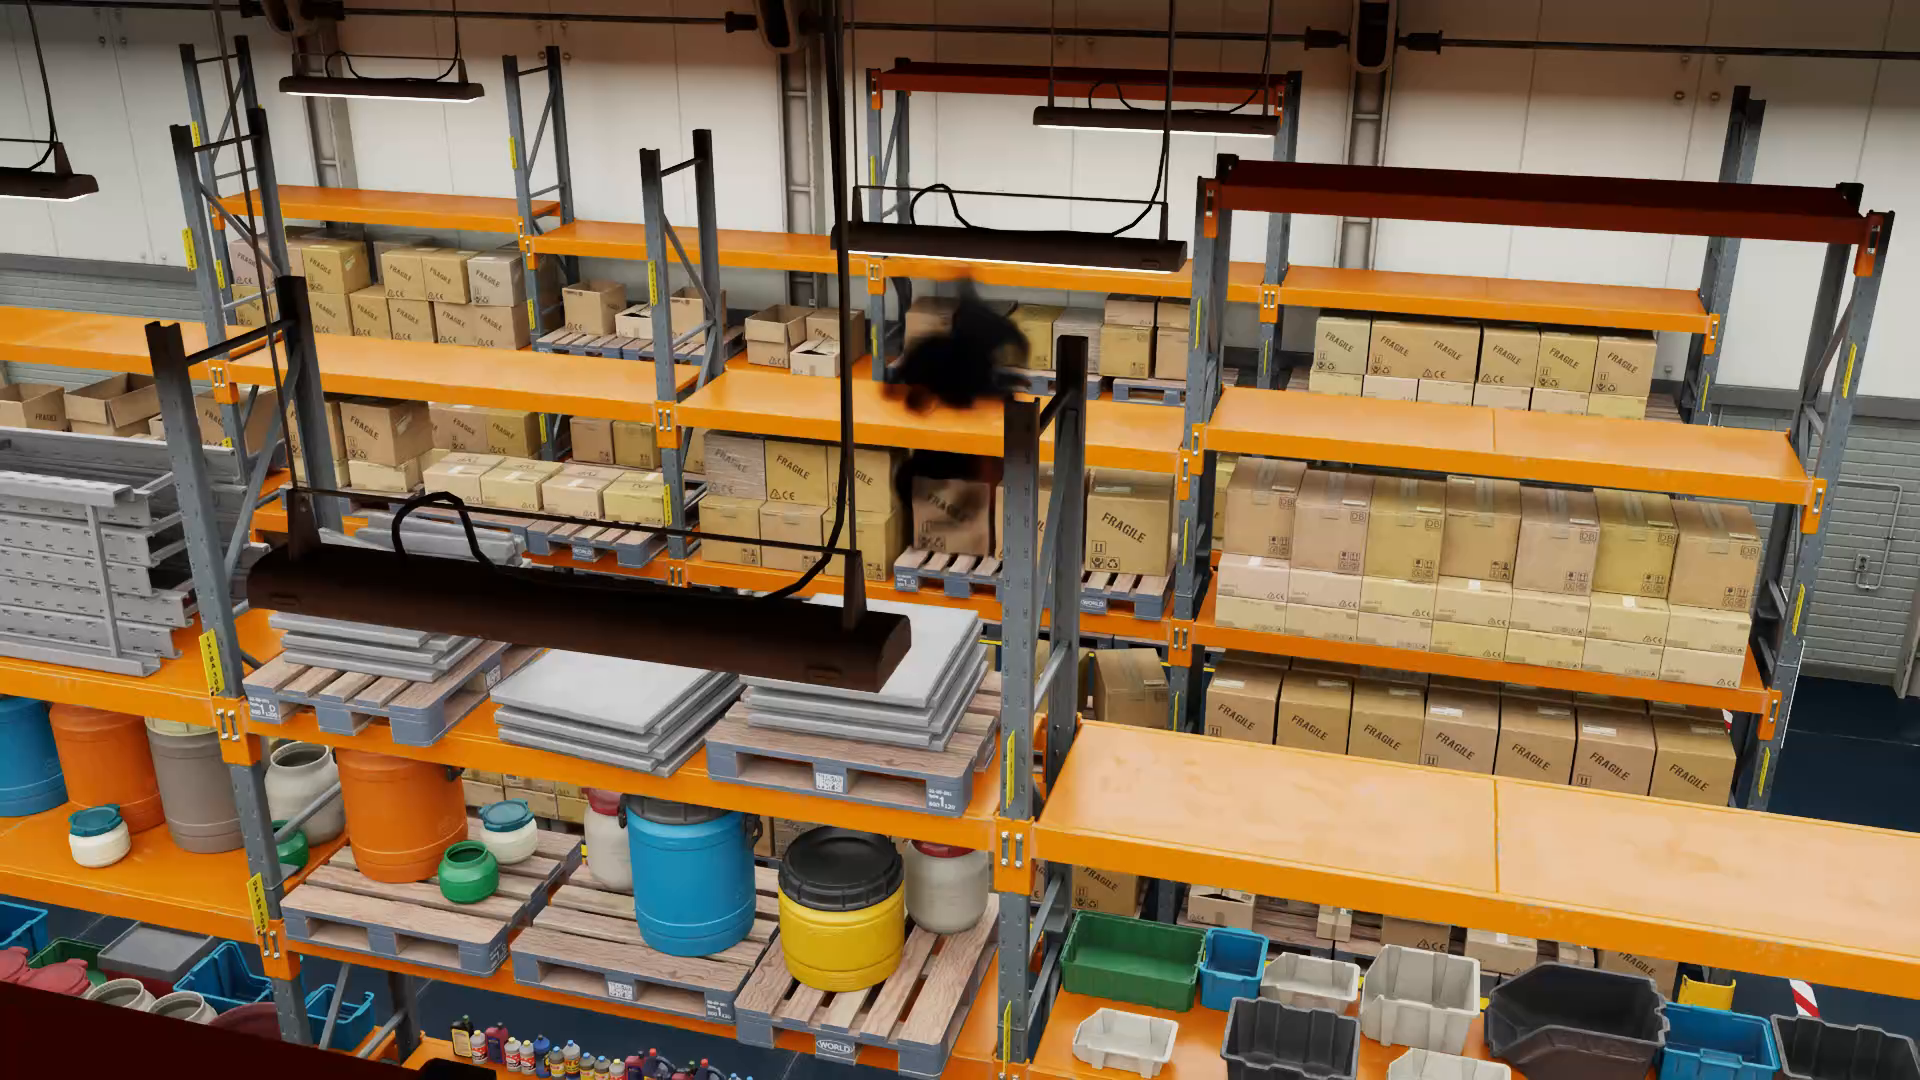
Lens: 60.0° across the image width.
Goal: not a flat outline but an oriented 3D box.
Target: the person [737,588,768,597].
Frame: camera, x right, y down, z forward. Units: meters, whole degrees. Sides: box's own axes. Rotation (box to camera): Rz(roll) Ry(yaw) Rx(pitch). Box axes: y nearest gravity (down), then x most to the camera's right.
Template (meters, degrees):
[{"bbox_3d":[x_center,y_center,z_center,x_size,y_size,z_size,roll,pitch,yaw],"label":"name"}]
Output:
[{"bbox_3d":[-2.112,0.581,16.380,0.616,1.767,0.703,3,23,8],"label":"person"}]
